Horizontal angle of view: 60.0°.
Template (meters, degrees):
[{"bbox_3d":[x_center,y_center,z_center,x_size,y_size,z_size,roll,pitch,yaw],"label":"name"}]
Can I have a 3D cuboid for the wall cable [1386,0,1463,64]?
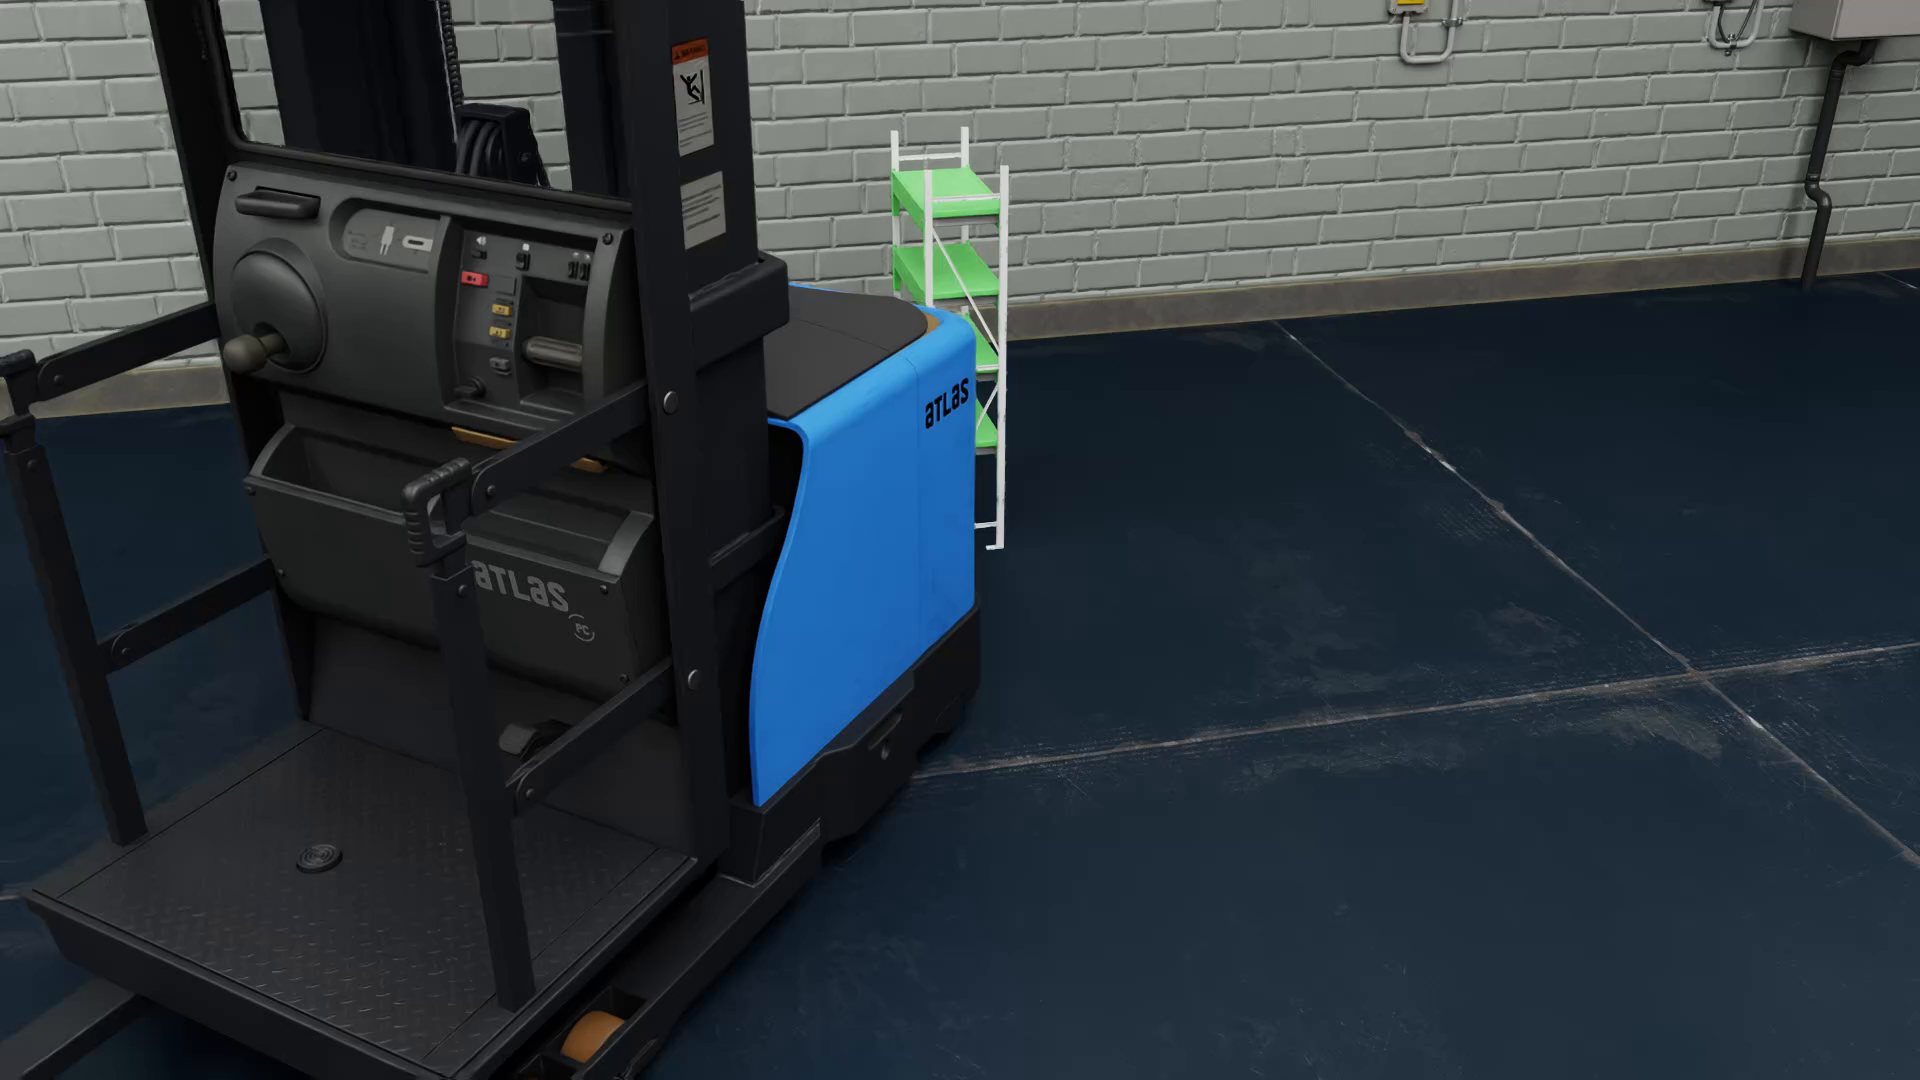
[{"bbox_3d":[1.758,-2.776,6.259,0.585,1.953,0.123,-6,27,-12],"label":"wall cable"}]

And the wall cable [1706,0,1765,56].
[{"bbox_3d":[3.138,-2.911,6.561,0.588,1.984,0.122,-6,27,-12],"label":"wall cable"}]

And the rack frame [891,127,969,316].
[{"bbox_3d":[-0.092,-0.715,5.336,0.240,1.200,0.015,-6,27,-12],"label":"rack frame"}]

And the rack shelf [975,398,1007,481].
[{"bbox_3d":[-0.037,-0.337,5.261,0.258,0.148,0.480,-6,27,-12],"label":"rack shelf"}]

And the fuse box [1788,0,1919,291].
[{"bbox_3d":[3.838,-1.883,7.081,0.539,1.711,0.414,-6,27,-12],"label":"fuse box"}]

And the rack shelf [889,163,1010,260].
[{"bbox_3d":[-0.037,-0.980,4.936,0.258,0.148,0.480,-6,27,-12],"label":"rack shelf"}]

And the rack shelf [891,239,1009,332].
[{"bbox_3d":[-0.037,-0.766,5.044,0.258,0.148,0.480,-6,27,-12],"label":"rack shelf"}]

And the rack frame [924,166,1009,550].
[{"bbox_3d":[0.018,-0.501,4.911,0.240,1.200,0.015,-6,27,-12],"label":"rack frame"}]

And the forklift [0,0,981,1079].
[{"bbox_3d":[-1.079,-0.401,2.791,1.130,2.935,3.031,13,30,25],"label":"forklift"}]

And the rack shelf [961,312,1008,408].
[{"bbox_3d":[-0.037,-0.551,5.152,0.258,0.148,0.480,-6,27,-12],"label":"rack shelf"}]

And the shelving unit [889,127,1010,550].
[{"bbox_3d":[-0.037,-0.608,5.124,0.258,1.200,0.503,-6,27,-12],"label":"shelving unit"}]
